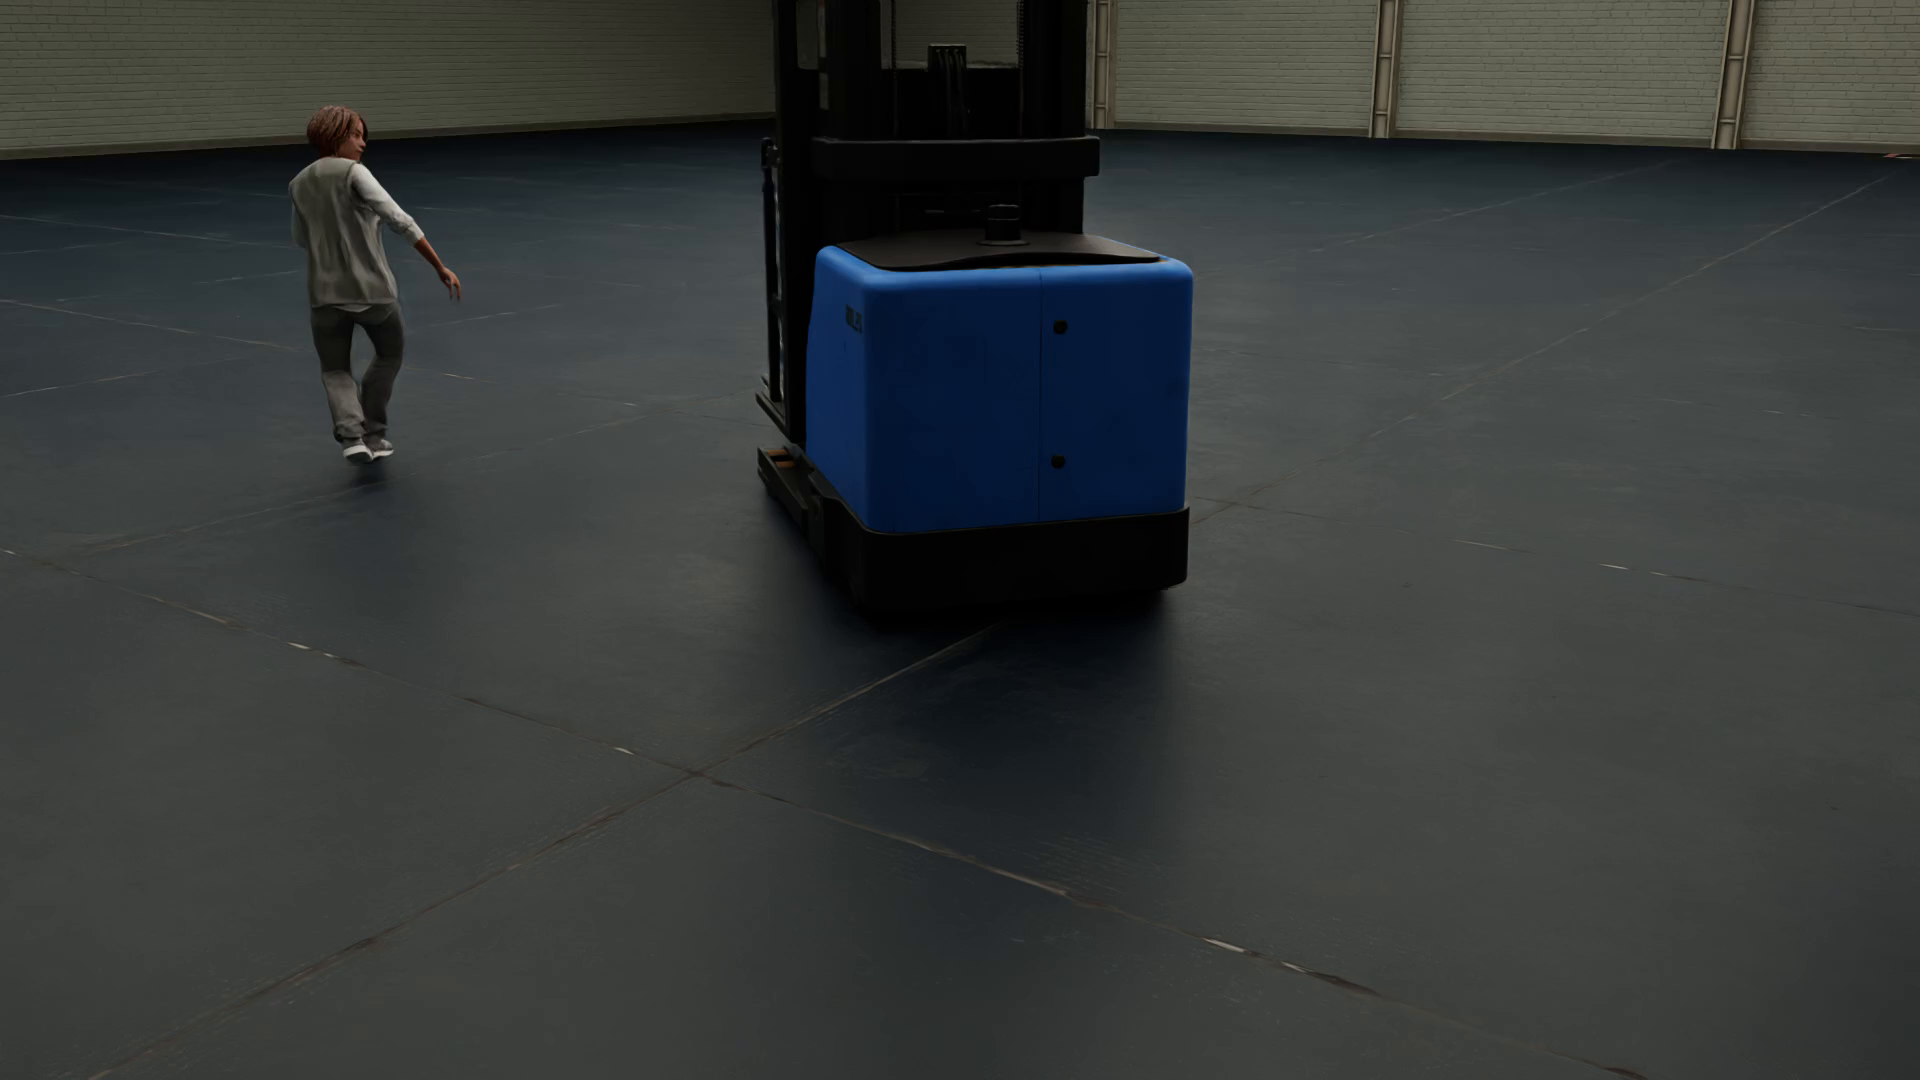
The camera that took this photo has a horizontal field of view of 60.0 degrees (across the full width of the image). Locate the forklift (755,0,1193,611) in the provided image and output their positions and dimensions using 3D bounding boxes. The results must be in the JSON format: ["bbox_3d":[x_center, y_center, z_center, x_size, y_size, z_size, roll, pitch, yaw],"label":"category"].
[{"bbox_3d":[-0.175,-1.572,6.090,1.130,2.935,3.031,-5,17,-15],"label":"forklift"}]

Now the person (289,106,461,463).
[{"bbox_3d":[-2.385,-1.022,6.832,0.744,1.474,0.774,1,17,3],"label":"person"}]
